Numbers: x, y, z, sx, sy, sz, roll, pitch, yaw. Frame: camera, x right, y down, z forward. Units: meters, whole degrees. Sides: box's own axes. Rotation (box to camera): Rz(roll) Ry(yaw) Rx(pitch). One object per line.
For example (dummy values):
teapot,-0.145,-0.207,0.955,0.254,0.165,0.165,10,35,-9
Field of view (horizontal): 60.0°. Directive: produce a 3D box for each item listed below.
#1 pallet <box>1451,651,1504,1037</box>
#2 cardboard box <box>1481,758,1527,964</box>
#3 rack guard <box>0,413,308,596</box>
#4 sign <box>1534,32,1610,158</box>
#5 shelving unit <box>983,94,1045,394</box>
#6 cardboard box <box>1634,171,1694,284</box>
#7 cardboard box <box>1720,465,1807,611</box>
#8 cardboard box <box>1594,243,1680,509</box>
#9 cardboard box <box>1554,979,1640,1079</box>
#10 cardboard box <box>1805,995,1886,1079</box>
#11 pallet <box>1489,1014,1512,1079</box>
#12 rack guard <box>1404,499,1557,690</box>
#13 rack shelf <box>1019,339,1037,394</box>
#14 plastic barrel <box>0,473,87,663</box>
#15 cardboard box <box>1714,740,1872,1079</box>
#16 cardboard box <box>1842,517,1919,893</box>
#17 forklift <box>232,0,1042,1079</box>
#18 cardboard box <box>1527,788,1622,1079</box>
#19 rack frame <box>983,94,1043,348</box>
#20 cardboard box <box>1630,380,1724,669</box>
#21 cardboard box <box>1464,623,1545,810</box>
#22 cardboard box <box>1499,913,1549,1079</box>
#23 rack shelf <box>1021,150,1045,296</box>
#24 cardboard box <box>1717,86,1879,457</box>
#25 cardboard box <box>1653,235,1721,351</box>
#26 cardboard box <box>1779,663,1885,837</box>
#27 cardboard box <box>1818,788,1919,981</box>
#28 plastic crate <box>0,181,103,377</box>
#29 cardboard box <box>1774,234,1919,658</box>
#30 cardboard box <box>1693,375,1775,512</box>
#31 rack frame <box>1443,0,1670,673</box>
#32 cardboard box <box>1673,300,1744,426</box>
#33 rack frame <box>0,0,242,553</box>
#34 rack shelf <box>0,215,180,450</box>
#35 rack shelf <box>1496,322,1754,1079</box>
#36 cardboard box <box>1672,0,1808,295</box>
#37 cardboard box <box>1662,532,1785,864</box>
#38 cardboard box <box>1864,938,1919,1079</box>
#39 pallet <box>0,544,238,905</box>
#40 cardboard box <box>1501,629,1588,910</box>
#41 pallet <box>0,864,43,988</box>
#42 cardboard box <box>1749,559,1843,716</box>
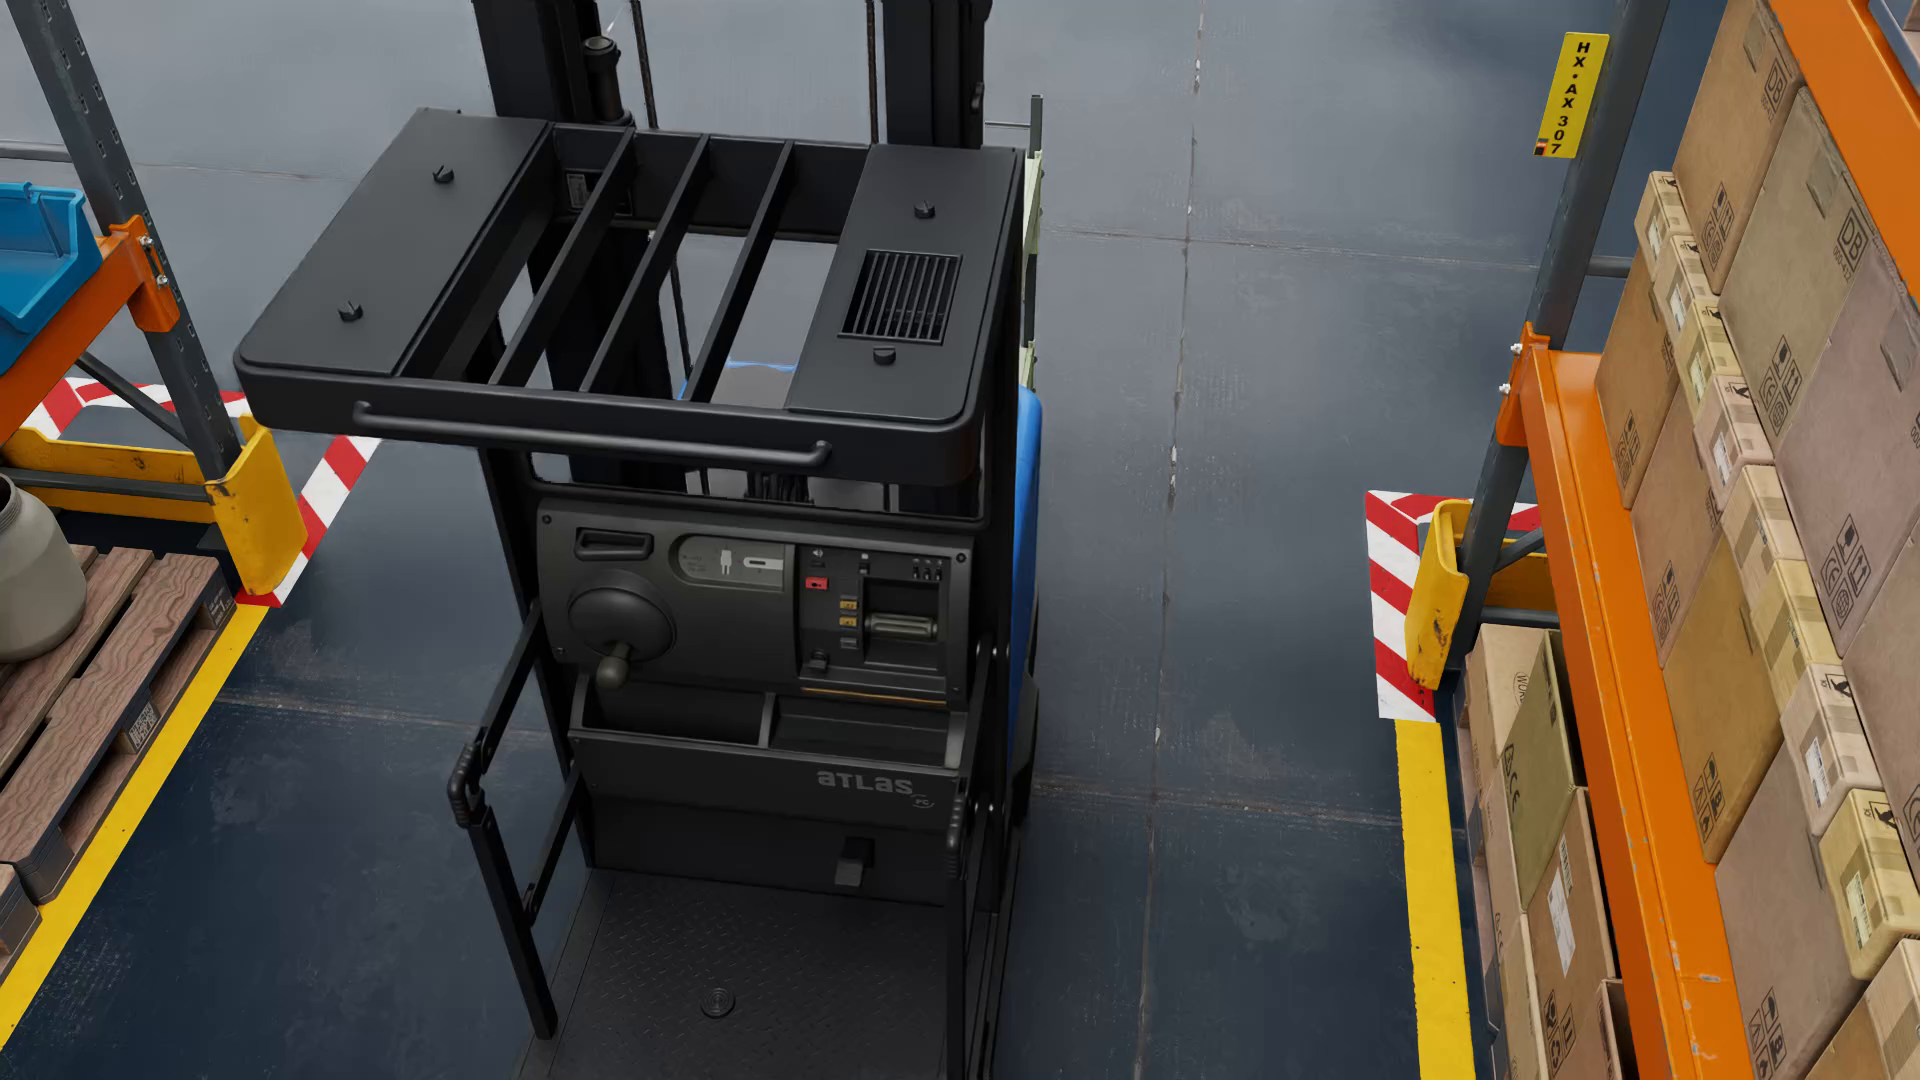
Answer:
pallet,1.962,0.867,4.681,1.003,0.211,1.213,5,44,6
cardboard box,1.668,0.861,4.353,0.500,0.250,0.500,5,44,6
rack guard,-2.851,-0.160,5.555,1.175,0.500,0.348,5,44,6
sign,1.472,-1.069,4.010,0.100,0.325,0.005,5,44,6
shelving unit,0.001,-0.549,5.239,0.431,1.500,0.755,5,44,6
cardboard box,1.756,-0.695,3.758,0.380,0.149,0.250,5,44,5
cardboard box,1.621,0.009,3.015,0.380,0.149,0.250,4,44,4
cardboard box,1.947,-0.390,3.908,0.700,0.500,0.500,5,44,6
cardboard box,1.529,1.270,3.376,0.500,0.500,0.500,5,44,6
cardboard box,1.679,1.014,2.425,0.700,0.500,0.500,6,44,6
pallet,1.798,1.696,3.806,1.003,0.211,1.213,5,44,6
rack guard,2.025,0.220,5.154,1.175,0.500,0.348,5,44,6
rack shelf,0.001,-0.312,5.463,0.431,0.370,0.720,5,44,6
plastic barrel,-2.899,0.083,4.985,0.421,0.512,0.421,0,43,0
cardboard box,1.745,0.665,2.793,0.700,0.500,0.500,6,44,7
cardboard box,1.744,0.219,2.321,0.700,0.500,0.500,5,44,6
forklift,-0.464,0.235,3.370,1.130,2.935,3.031,5,44,6
cardboard box,1.613,0.931,3.734,0.500,0.500,0.500,5,44,6
rack frame,0.049,-0.799,5.503,0.400,1.500,0.023,5,44,6
cardboard box,1.883,-0.032,3.529,0.700,0.500,0.500,6,44,7
cardboard box,1.730,0.520,4.713,0.500,0.250,0.500,5,44,6
cardboard box,1.601,1.202,3.993,0.500,0.250,0.500,5,44,6
rack shelf,0.001,-0.833,4.971,0.431,0.370,0.720,5,44,6
cardboard box,1.876,-0.466,3.045,0.700,0.500,0.500,4,44,4
cardboard box,1.724,-0.515,3.568,0.380,0.149,0.250,4,44,4
cardboard box,1.552,0.353,2.652,0.380,0.149,0.250,6,44,6
cardboard box,1.518,0.532,2.462,0.380,0.149,0.250,7,44,7
plastic crate,-2.657,-0.701,4.417,0.499,0.251,0.616,5,44,6
cardboard box,1.810,-0.123,2.682,0.700,0.500,0.500,5,44,6
cardboard box,1.654,-0.173,3.207,0.380,0.149,0.250,5,44,5
rack frame,2.022,-0.671,4.277,1.000,3.000,0.127,5,44,6
cardboard box,1.690,-0.345,3.388,0.380,0.149,0.250,5,44,6
rack frame,-2.888,-1.124,4.755,1.000,3.000,0.127,5,44,6
rack shelf,-3.152,0.501,3.563,1.077,0.370,4.000,5,44,6
rack shelf,1.757,0.953,3.085,1.077,0.370,4.000,5,44,6
cardboard box,1.940,-0.825,3.424,0.700,0.500,0.500,5,44,6
cardboard box,1.811,0.306,3.173,0.700,0.500,0.500,6,44,6
cardboard box,1.486,0.713,2.271,0.380,0.149,0.250,6,44,7
pallet,-2.964,0.498,5.070,1.003,0.211,1.213,5,44,6
cardboard box,1.666,0.589,4.095,0.500,0.500,0.500,5,44,6
pallet,-3.128,1.327,4.195,1.003,0.211,1.213,5,44,6
cardboard box,1.588,0.183,2.831,0.380,0.149,0.250,5,44,5
